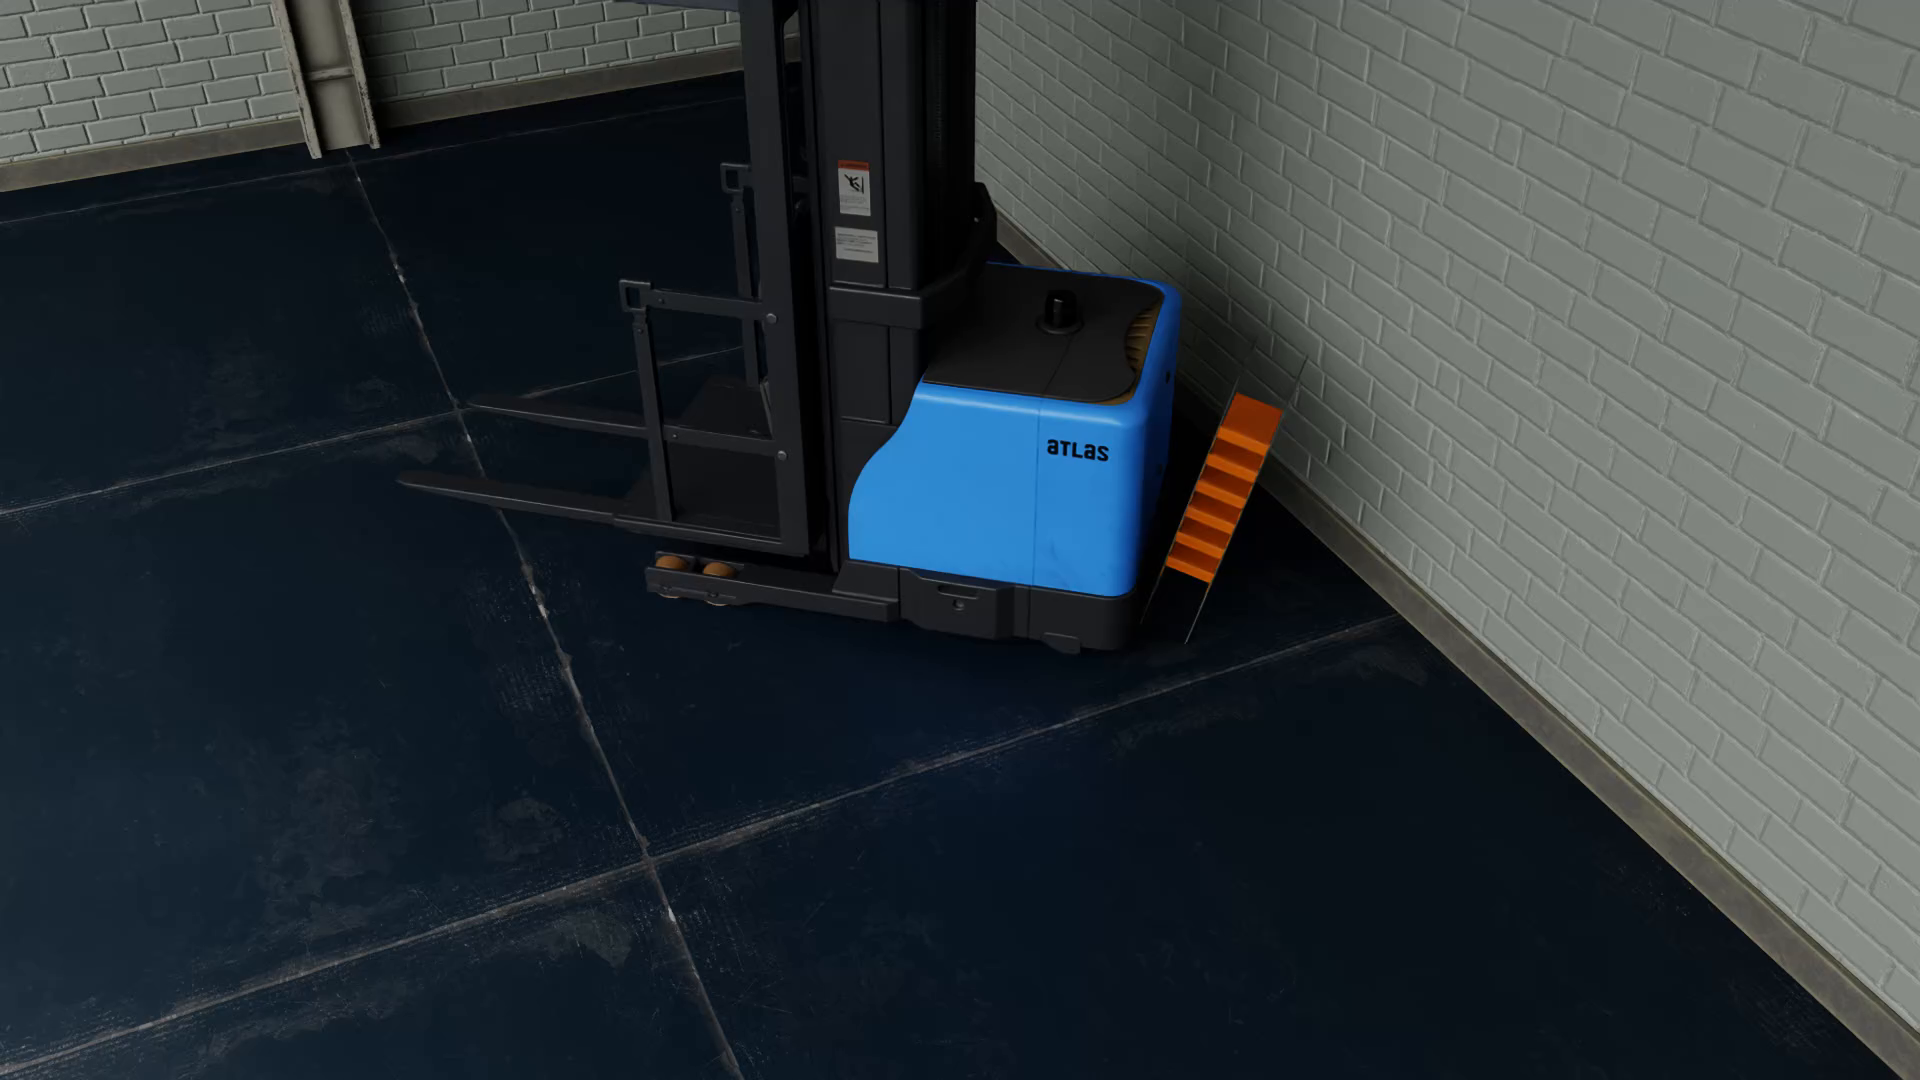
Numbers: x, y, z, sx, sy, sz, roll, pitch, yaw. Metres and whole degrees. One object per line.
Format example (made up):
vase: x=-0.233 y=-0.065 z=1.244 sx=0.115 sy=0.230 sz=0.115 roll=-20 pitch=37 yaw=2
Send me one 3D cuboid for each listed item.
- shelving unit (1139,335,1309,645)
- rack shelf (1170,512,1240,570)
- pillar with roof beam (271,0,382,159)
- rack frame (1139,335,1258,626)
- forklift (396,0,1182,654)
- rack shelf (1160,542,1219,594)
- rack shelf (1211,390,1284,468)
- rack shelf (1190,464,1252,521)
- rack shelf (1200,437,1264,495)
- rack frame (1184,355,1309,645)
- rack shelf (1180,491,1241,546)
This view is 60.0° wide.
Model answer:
shelving unit: x=0.926 y=-0.152 z=5.937 sx=0.189 sy=1.200 sz=0.258 roll=23 pitch=40 yaw=8
rack shelf: x=0.891 y=-0.031 z=6.043 sx=0.180 sy=0.103 sz=0.258 roll=23 pitch=40 yaw=8
pillar with roof beam: x=-1.860 y=-3.665 z=4.137 sx=0.400 sy=9.000 sz=9.100 roll=-16 pitch=39 yaw=-20
rack frame: x=0.842 y=-0.187 z=5.949 sx=0.006 sy=1.200 sz=0.240 roll=23 pitch=40 yaw=8
forklift: x=-0.727 y=-1.219 z=5.933 sx=3.031 sy=2.935 sz=1.130 roll=8 pitch=37 yaw=11
rack shelf: x=0.866 y=0.058 z=6.120 sx=0.180 sy=0.103 sz=0.258 roll=23 pitch=40 yaw=8
rack shelf: x=0.993 y=-0.384 z=5.734 sx=0.180 sy=0.103 sz=0.258 roll=23 pitch=40 yaw=8
rack shelf: x=0.942 y=-0.208 z=5.888 sx=0.180 sy=0.103 sz=0.258 roll=23 pitch=40 yaw=8
rack shelf: x=0.967 y=-0.296 z=5.811 sx=0.180 sy=0.103 sz=0.258 roll=23 pitch=40 yaw=8
rack frame: x=1.010 y=-0.117 z=5.925 sx=0.006 sy=1.200 sz=0.240 roll=23 pitch=40 yaw=8
rack shelf: x=0.917 y=-0.119 z=5.965 sx=0.180 sy=0.103 sz=0.258 roll=23 pitch=40 yaw=8
